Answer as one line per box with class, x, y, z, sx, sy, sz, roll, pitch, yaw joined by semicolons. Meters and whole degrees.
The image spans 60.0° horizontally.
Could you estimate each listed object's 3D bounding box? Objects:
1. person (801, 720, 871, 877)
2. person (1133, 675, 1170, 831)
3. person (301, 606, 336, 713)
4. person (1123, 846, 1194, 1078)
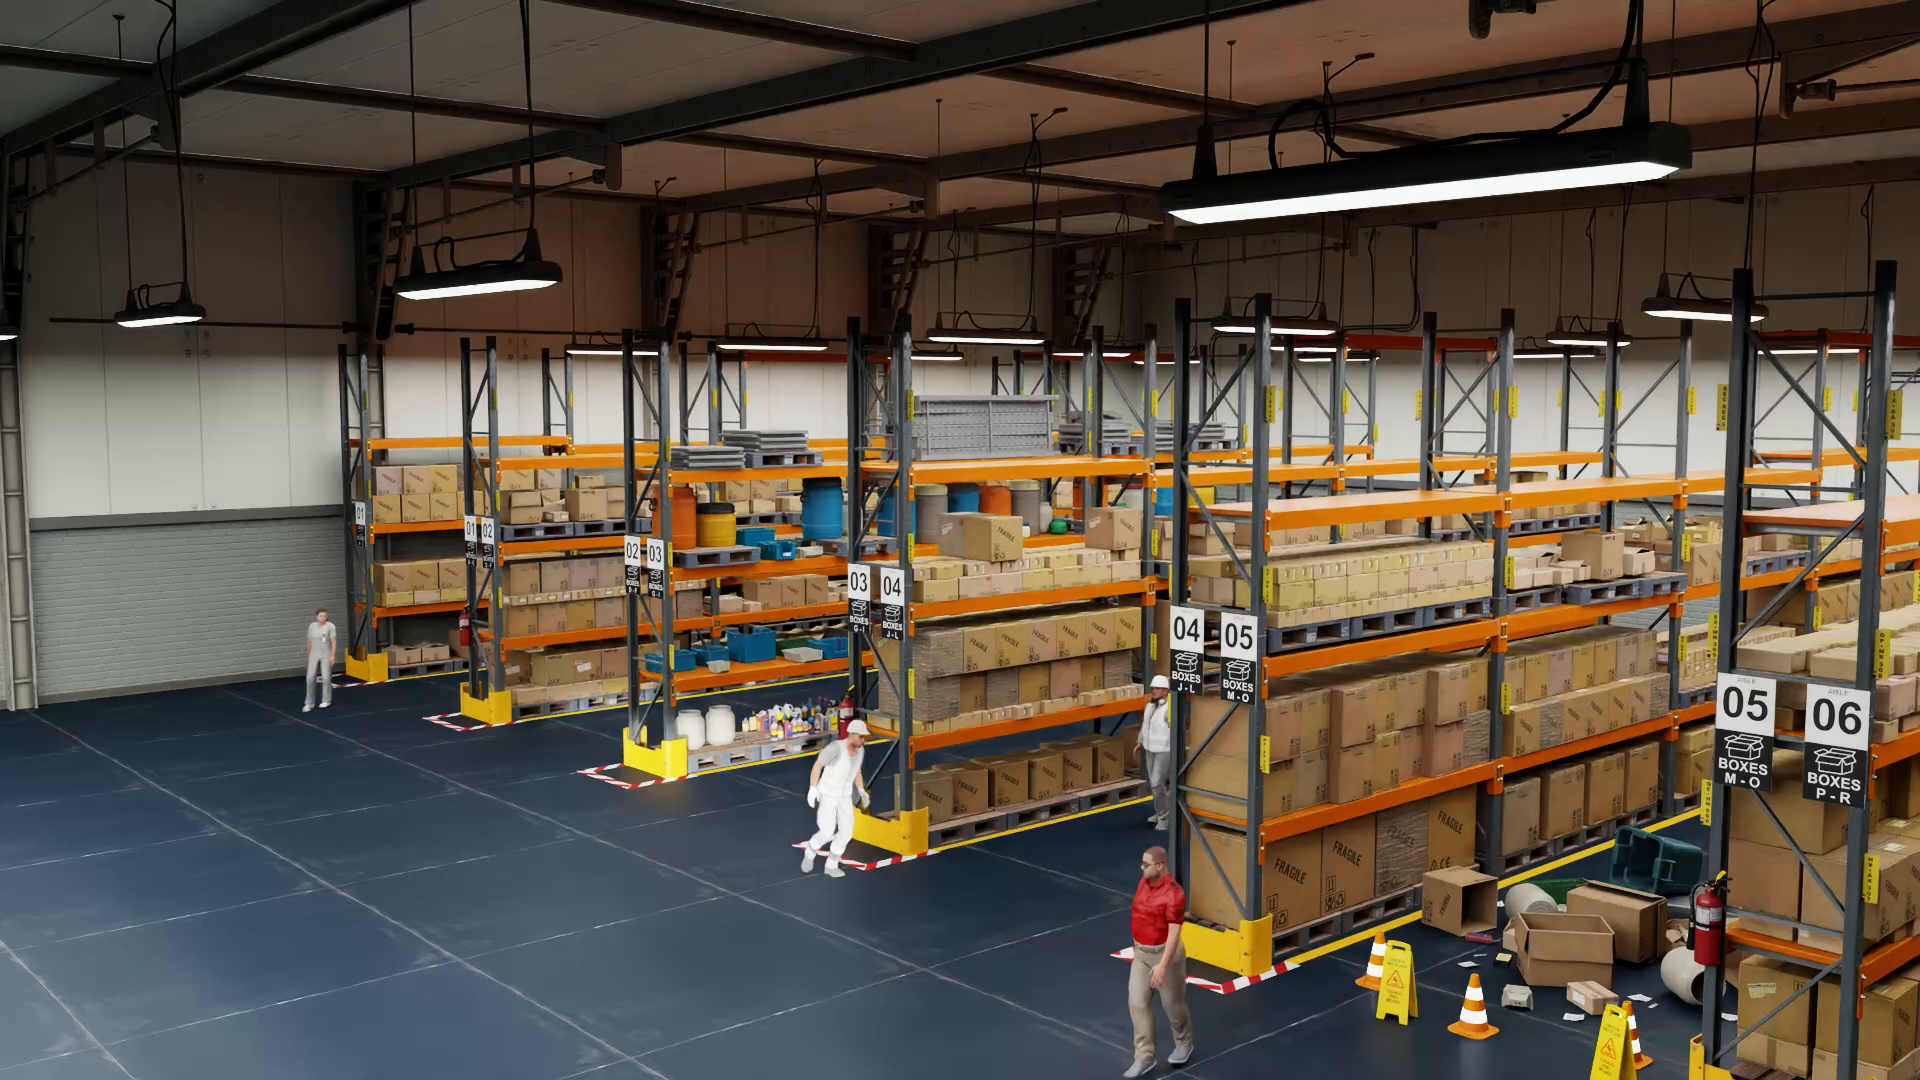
person;-1.322;2.745;17.774;0.761;1.683;0.676;5;7;43
person;2.342;2.494;19.778;0.481;1.767;0.543;-3;6;-30
person;-10.398;1.937;26.988;0.538;1.726;0.552;-1;5;-9
person;1.513;3.205;12.663;0.691;1.779;0.563;-4;7;-41
